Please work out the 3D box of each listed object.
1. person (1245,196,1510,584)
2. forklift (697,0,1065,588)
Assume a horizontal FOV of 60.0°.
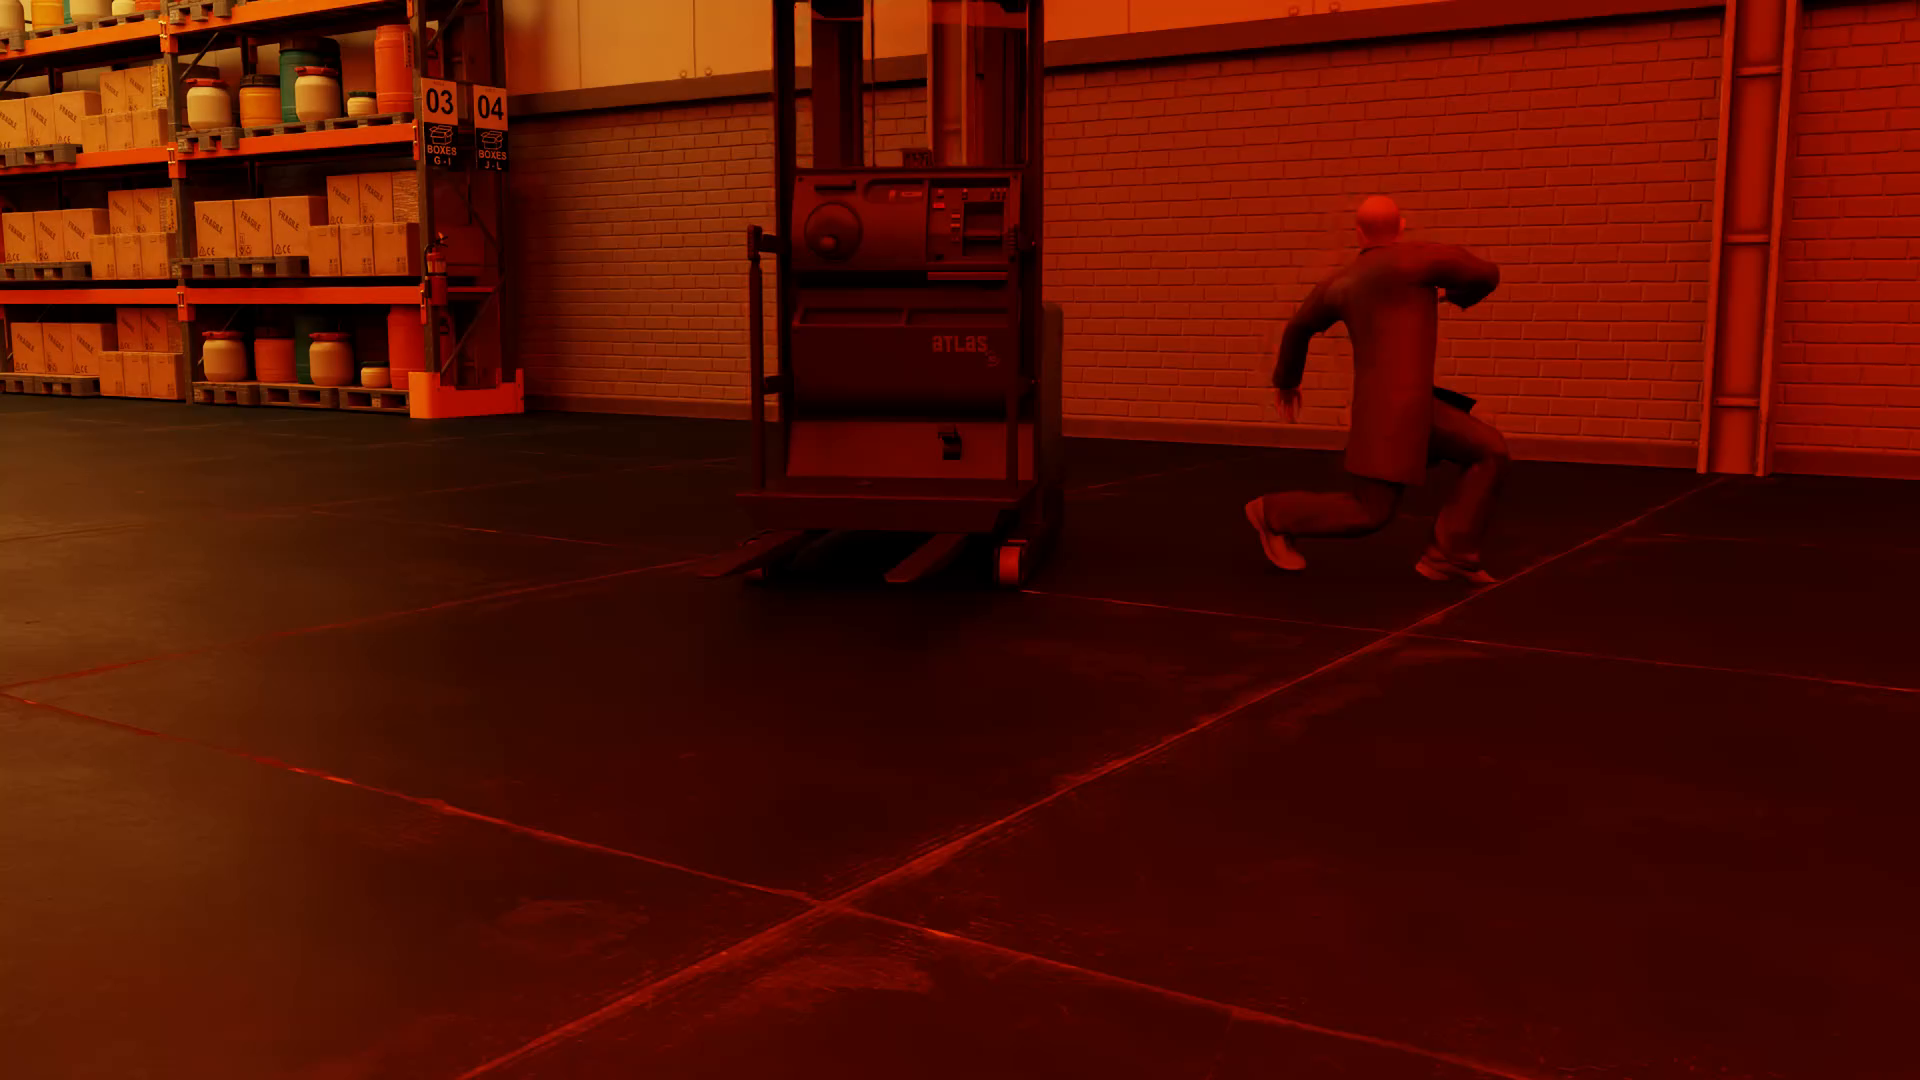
[{"bbox_3d":[1.649,-0.573,6.573,1.006,1.548,0.780,1,8,10],"label":"person"},{"bbox_3d":[-0.249,-1.320,6.475,1.130,2.935,3.031,1,8,9],"label":"forklift"}]
